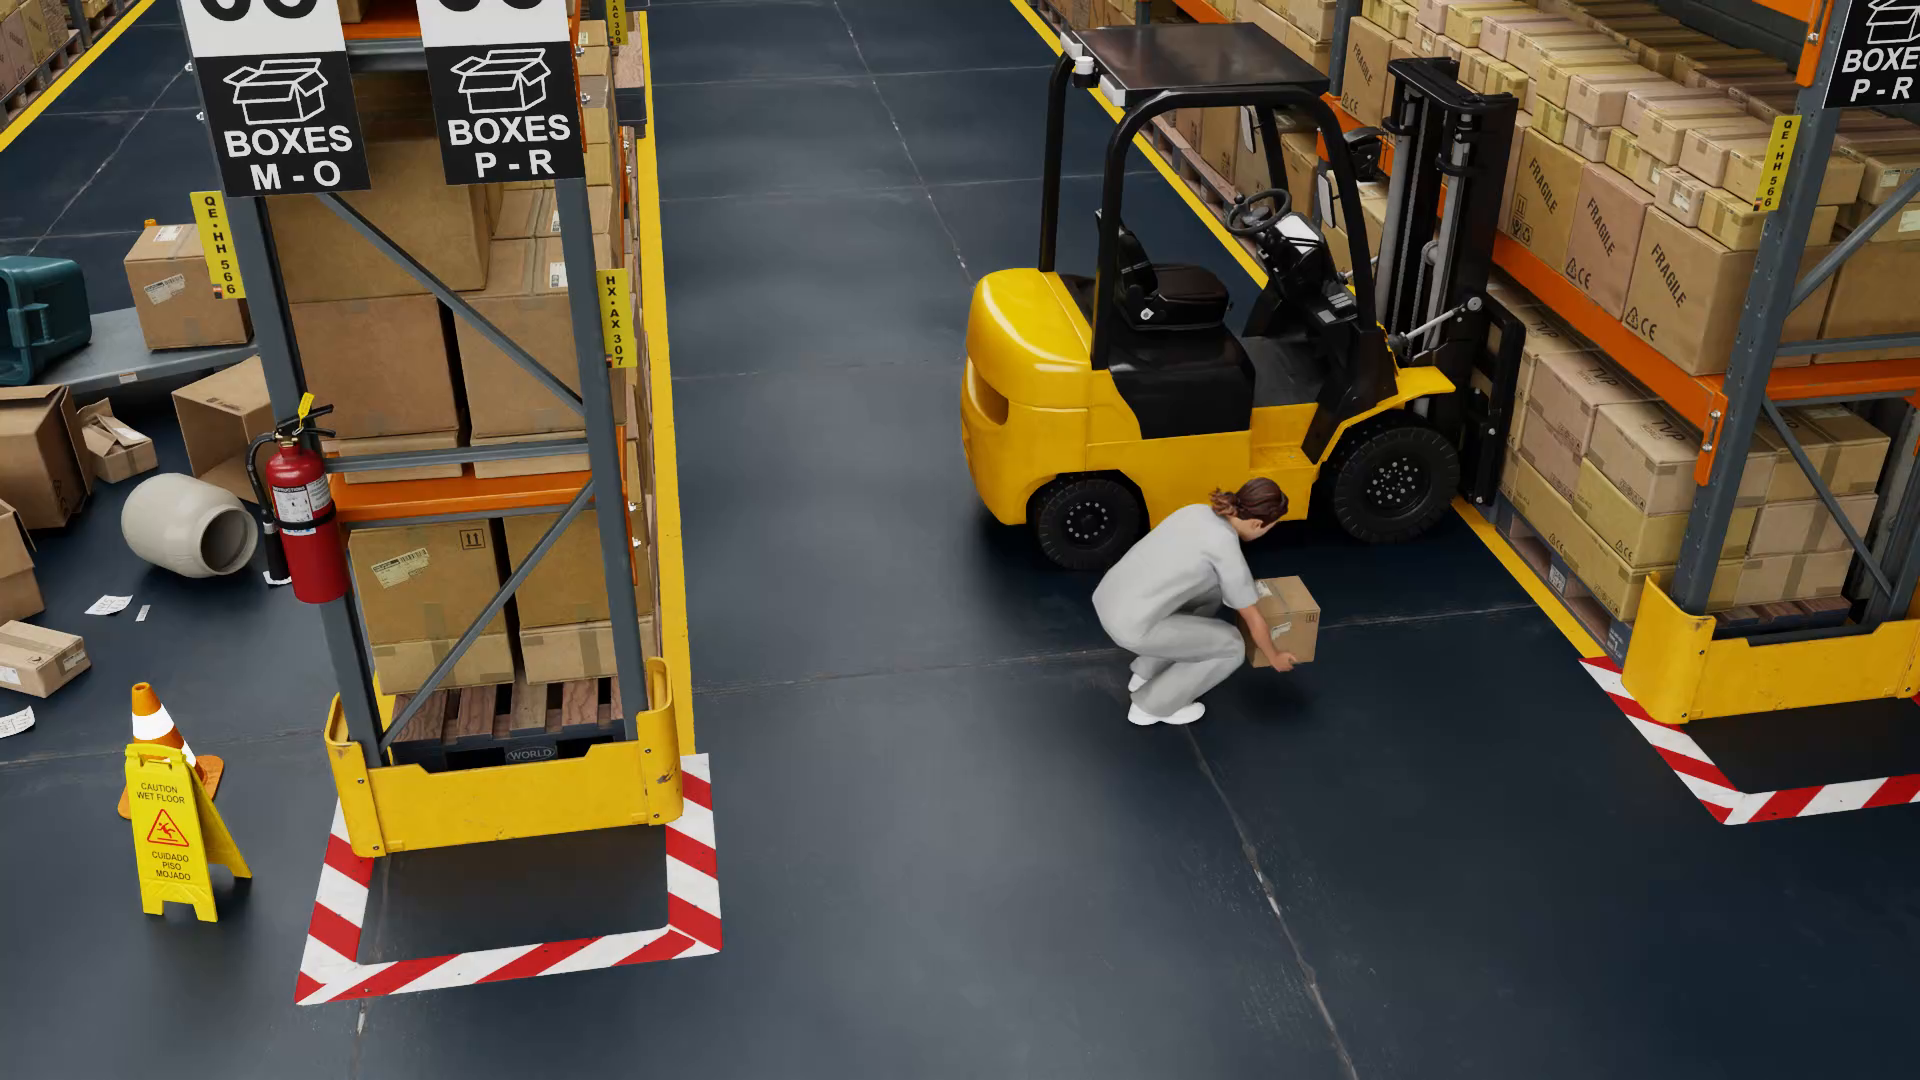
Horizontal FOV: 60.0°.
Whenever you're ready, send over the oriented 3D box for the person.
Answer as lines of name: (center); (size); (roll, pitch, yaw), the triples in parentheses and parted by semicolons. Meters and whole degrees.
person: (0.912, 0.209, 6.469); (0.803, 0.915, 0.485); (-5, 31, -9)
